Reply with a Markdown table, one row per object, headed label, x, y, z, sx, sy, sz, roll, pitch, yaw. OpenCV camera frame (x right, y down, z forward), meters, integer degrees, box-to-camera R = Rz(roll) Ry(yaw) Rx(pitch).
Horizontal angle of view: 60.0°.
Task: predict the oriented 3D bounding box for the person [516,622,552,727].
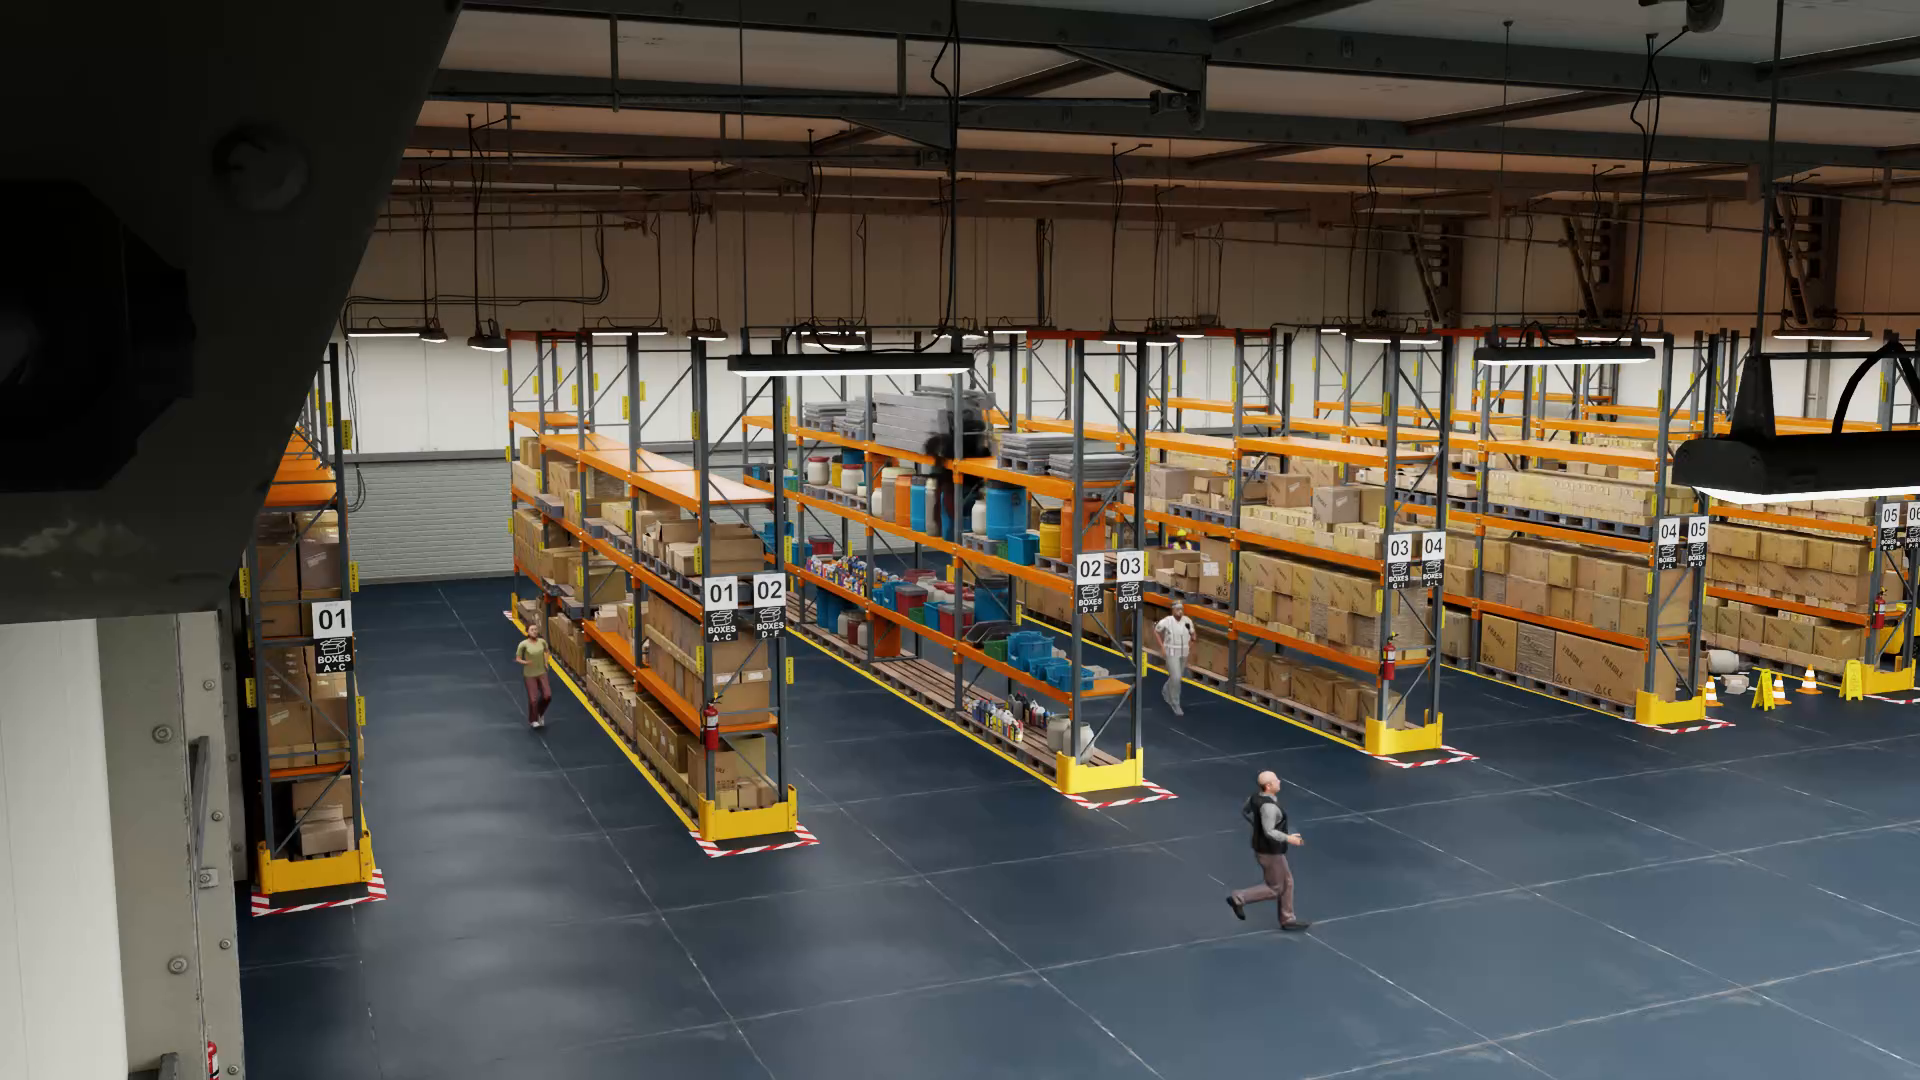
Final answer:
| label | x | y | z | sx | sy | sz | roll | pitch | yaw |
| --- | --- | --- | --- | --- | --- | --- | --- | --- | --- |
| person | -6.461 | 2.068 | 25.367 | 0.568 | 1.628 | 0.543 | -5 | 9 | -31 |

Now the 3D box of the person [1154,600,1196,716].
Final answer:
| label | x | y | z | sx | sy | sz | roll | pitch | yaw |
| --- | --- | --- | --- | --- | --- | --- | --- | --- | --- |
| person | 3.454 | 1.842 | 26.622 | 0.653 | 1.842 | 0.810 | -3 | 8 | -23 |

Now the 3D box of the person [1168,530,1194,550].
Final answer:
| label | x | y | z | sx | sy | sz | roll | pitch | yaw |
| --- | --- | --- | --- | --- | --- | --- | --- | --- | --- |
| person | 4.681 | 0.658 | 35.267 | 0.685 | 1.783 | 0.849 | -3 | 8 | -23 |

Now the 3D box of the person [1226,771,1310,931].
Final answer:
| label | x | y | z | sx | sy | sz | roll | pitch | yaw |
| --- | --- | --- | --- | --- | --- | --- | --- | --- | --- |
| person | 3.170 | 3.193 | 17.070 | 0.896 | 1.691 | 0.677 | 0 | 8 | -1 |
